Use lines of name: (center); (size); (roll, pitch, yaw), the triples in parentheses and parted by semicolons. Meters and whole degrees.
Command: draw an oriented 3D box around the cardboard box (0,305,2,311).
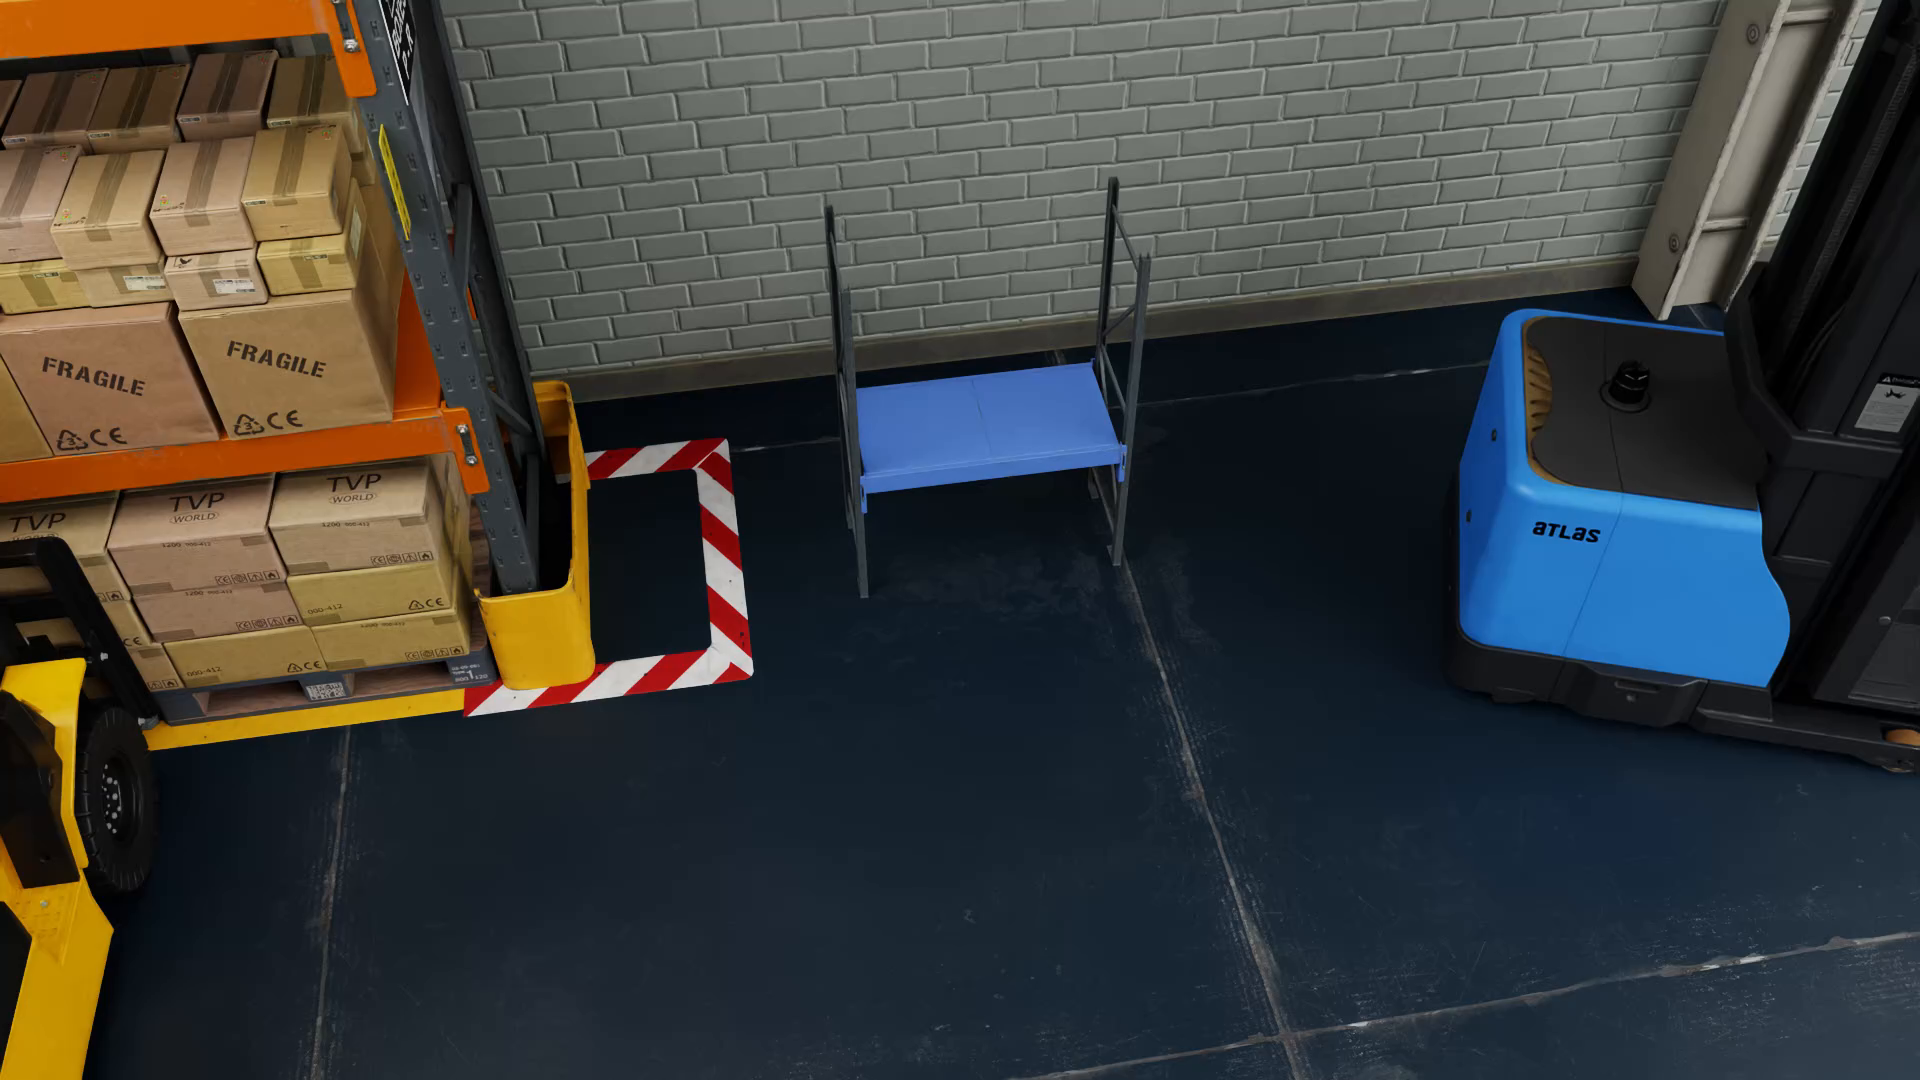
cardboard box: (-2.970, -0.792, 4.911); (0.250, 0.149, 0.380); (-8, 47, -8)

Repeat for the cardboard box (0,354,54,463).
cardboard box: (-3.120, -0.571, 5.148); (0.500, 0.500, 0.500); (-8, 47, -8)

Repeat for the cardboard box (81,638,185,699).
cardboard box: (-3.057, 0.296, 6.000); (0.500, 0.250, 0.500); (-7, 46, -6)

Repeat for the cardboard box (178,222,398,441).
cardboard box: (-2.102, -0.692, 5.264); (0.500, 0.500, 0.500); (-8, 47, -8)

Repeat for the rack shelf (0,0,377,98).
rack shelf: (-3.633, -1.449, 4.480); (4.000, 0.370, 1.077); (-7, 46, -7)

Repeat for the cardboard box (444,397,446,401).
cardboard box: (-2.168, -0.518, 6.089); (0.500, 0.250, 0.500); (-8, 47, -7)

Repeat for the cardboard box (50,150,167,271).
cardboard box: (-2.470, -0.969, 4.875); (0.250, 0.149, 0.380); (-6, 46, -6)

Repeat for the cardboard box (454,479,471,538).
cardboard box: (-2.179, -0.174, 6.452); (0.500, 0.250, 0.500); (-7, 46, -7)

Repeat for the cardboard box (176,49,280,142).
cardboard box: (-2.302, -1.389, 5.279); (0.250, 0.149, 0.380); (-6, 46, -5)

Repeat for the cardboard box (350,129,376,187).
cardboard box: (-2.041, -1.306, 5.405); (0.250, 0.149, 0.380); (-8, 47, -8)

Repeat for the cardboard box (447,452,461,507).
cardboard box: (-2.161, -0.358, 6.283); (0.500, 0.250, 0.500); (-6, 46, -6)

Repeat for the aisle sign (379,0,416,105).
aisle sign: (-1.547, -1.605, 4.408); (0.004, 0.787, 0.394); (-7, 46, -7)

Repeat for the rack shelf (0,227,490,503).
rack shelf: (-3.633, -0.408, 5.560); (4.000, 0.370, 1.077); (-7, 46, -7)

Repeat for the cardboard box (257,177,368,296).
cardboard box: (-1.956, -0.922, 5.036); (0.250, 0.149, 0.380); (-6, 46, -6)

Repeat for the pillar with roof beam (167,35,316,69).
pillar with roof beam: (-1.768, -0.484, 0.968); (0.400, 9.000, 9.100); (-7, 46, -7)

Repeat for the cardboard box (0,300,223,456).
cardboard box: (-2.615, -0.634, 5.209); (0.500, 0.500, 0.500); (-6, 46, -6)

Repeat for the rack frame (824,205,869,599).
rack frame: (-0.417, -0.468, 6.160); (0.032, 1.500, 0.500); (-7, 46, -7)

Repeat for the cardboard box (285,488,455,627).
cardboard box: (-2.088, 0.013, 5.925); (0.500, 0.250, 0.500); (-8, 47, -7)

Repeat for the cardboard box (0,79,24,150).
cardboard box: (-3.053, -1.256, 5.151); (0.250, 0.149, 0.380); (-6, 46, -6)

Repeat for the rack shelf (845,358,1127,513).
rack shelf: (0.084, -0.406, 6.350); (1.000, 0.185, 0.538); (-7, 46, -7)

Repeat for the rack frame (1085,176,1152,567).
rack frame: (0.585, -0.593, 6.280); (0.032, 1.500, 0.500); (-7, 46, -7)

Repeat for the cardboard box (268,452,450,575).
cardboard box: (-2.063, -0.164, 5.749); (0.500, 0.250, 0.500); (-6, 46, -5)

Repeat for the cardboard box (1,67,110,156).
cardboard box: (-2.797, -1.306, 5.199); (0.250, 0.149, 0.380); (-7, 46, -7)

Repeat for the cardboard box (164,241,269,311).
cardboard box: (-2.203, -0.870, 4.985); (0.250, 0.149, 0.380); (-6, 46, -6)

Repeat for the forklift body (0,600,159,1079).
forklift body: (-3.220, 0.918, 4.372); (1.214, 2.155, 2.313); (-7, 46, -7)

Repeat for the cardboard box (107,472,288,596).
cardboard box: (-2.565, -0.097, 5.684); (0.500, 0.250, 0.500); (-6, 46, -6)

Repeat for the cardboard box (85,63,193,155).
cardboard box: (-2.551, -1.326, 5.218); (0.250, 0.149, 0.380); (-6, 46, -6)

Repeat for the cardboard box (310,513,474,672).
cardboard box: (-2.071, 0.187, 6.105); (0.500, 0.250, 0.500); (-7, 46, -7)

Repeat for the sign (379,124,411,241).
sign: (-1.583, -1.001, 4.663); (0.005, 0.325, 0.100); (-7, 46, -7)

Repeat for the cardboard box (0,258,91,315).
cardboard box: (-2.715, -0.859, 4.975); (0.250, 0.149, 0.380); (-7, 47, -7)

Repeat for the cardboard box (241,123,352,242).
cardboard box: (-1.979, -1.073, 4.975); (0.250, 0.149, 0.380); (-7, 46, -7)

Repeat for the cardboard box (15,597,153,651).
cardboard box: (-3.090, 0.145, 5.798); (0.500, 0.250, 0.500); (-8, 47, -8)

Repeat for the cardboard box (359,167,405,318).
cardboard box: (-2.198, -1.075, 5.633); (0.500, 0.500, 0.500); (-6, 46, -5)

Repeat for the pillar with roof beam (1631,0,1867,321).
pillar with roof beam: (4.144, -1.221, 1.678); (0.400, 9.000, 9.100); (-7, 46, -7)

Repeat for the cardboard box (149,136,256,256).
cardboard box: (-2.217, -1.021, 4.924); (0.250, 0.149, 0.380); (-7, 46, -7)

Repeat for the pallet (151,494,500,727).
pallet: (-2.409, 0.187, 6.423); (1.213, 0.211, 1.003); (-7, 46, -7)

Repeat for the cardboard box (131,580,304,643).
cardboard box: (-2.584, 0.067, 5.873); (0.500, 0.250, 0.500); (-8, 47, -7)

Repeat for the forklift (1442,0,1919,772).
forklift: (3.367, -0.579, 5.272); (3.031, 2.935, 1.130); (8, 47, 8)

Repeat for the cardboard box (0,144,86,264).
cardboard box: (-2.728, -0.992, 4.896); (0.250, 0.149, 0.380); (-7, 46, -7)

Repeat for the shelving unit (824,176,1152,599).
shelving unit: (0.084, -0.531, 6.220); (1.048, 1.500, 0.538); (-7, 46, -7)

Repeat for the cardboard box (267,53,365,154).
cardboard box: (-2.030, -1.377, 5.267); (0.250, 0.149, 0.380); (-8, 47, -8)

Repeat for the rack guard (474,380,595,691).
rack guard: (-1.638, -0.039, 6.441); (0.348, 0.500, 1.175); (-7, 46, -7)

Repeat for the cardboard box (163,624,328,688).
cardboard box: (-2.563, 0.241, 6.053); (0.500, 0.250, 0.500); (-7, 46, -7)

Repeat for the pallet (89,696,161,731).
pallet: (-3.608, 0.335, 6.281); (1.213, 0.211, 1.003); (-7, 46, -7)

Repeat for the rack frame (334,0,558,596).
rack frame: (-1.662, -0.904, 5.538); (0.127, 3.000, 1.000); (-7, 46, -7)

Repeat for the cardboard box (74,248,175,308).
cardboard box: (-2.469, -0.881, 4.996); (0.250, 0.149, 0.380); (-6, 46, -6)

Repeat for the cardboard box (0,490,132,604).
cardboard box: (-3.060, -0.028, 5.618); (0.500, 0.250, 0.500); (-7, 46, -6)
